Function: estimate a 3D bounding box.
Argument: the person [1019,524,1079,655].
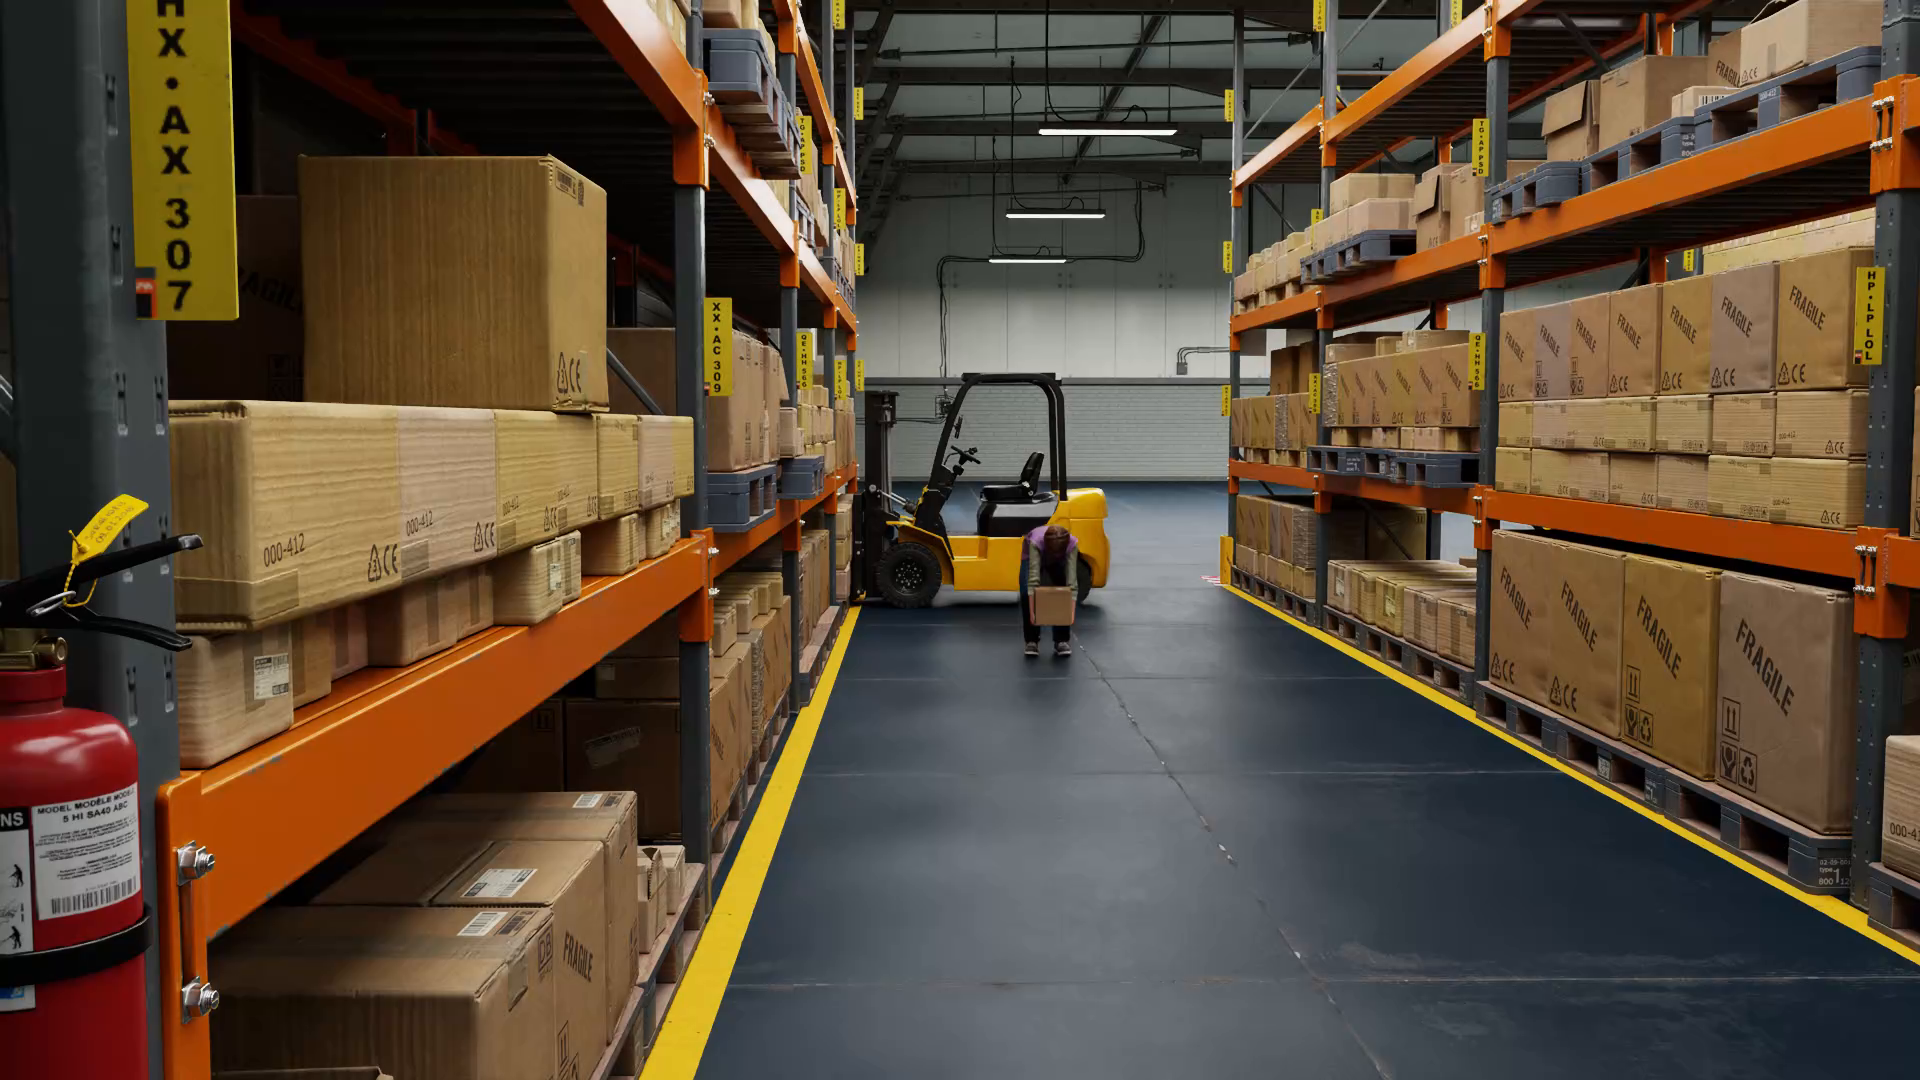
[{"bbox_3d":[0.648,0.359,11.991,0.420,0.984,0.861,0,4,-4],"label":"person"}]
